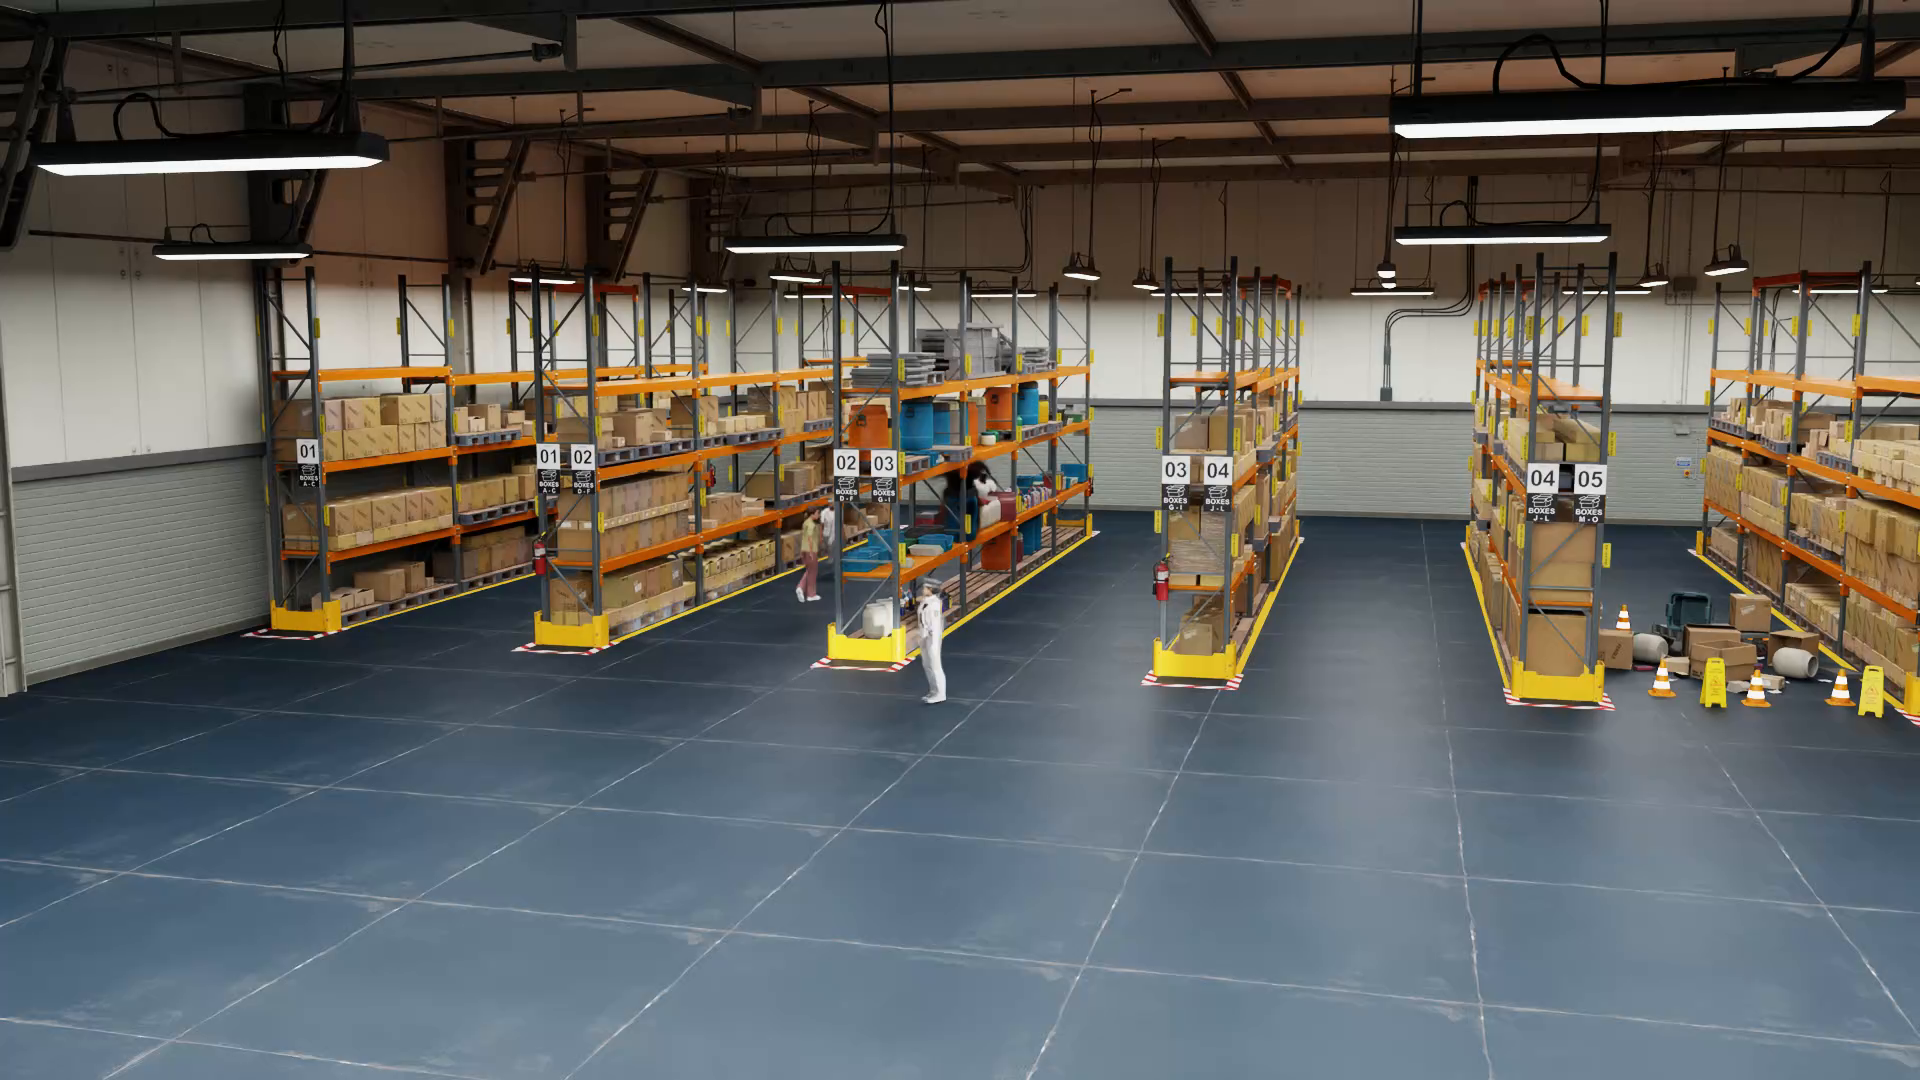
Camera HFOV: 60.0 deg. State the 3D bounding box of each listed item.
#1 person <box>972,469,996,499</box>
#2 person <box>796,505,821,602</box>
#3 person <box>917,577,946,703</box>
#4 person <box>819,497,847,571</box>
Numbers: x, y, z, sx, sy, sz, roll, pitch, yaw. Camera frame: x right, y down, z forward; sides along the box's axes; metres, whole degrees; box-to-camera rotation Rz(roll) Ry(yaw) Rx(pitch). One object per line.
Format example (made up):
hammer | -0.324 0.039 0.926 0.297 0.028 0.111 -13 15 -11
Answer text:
person | 0.522 -0.828 39.326 0.696 1.739 1.003 2 8 18
person | -2.629 0.235 28.794 0.489 1.699 0.452 -6 10 -41
person | -0.396 1.354 22.356 0.371 1.723 0.583 -2 8 -18
person | -2.587 -0.114 33.736 0.452 1.575 0.939 2 8 18
